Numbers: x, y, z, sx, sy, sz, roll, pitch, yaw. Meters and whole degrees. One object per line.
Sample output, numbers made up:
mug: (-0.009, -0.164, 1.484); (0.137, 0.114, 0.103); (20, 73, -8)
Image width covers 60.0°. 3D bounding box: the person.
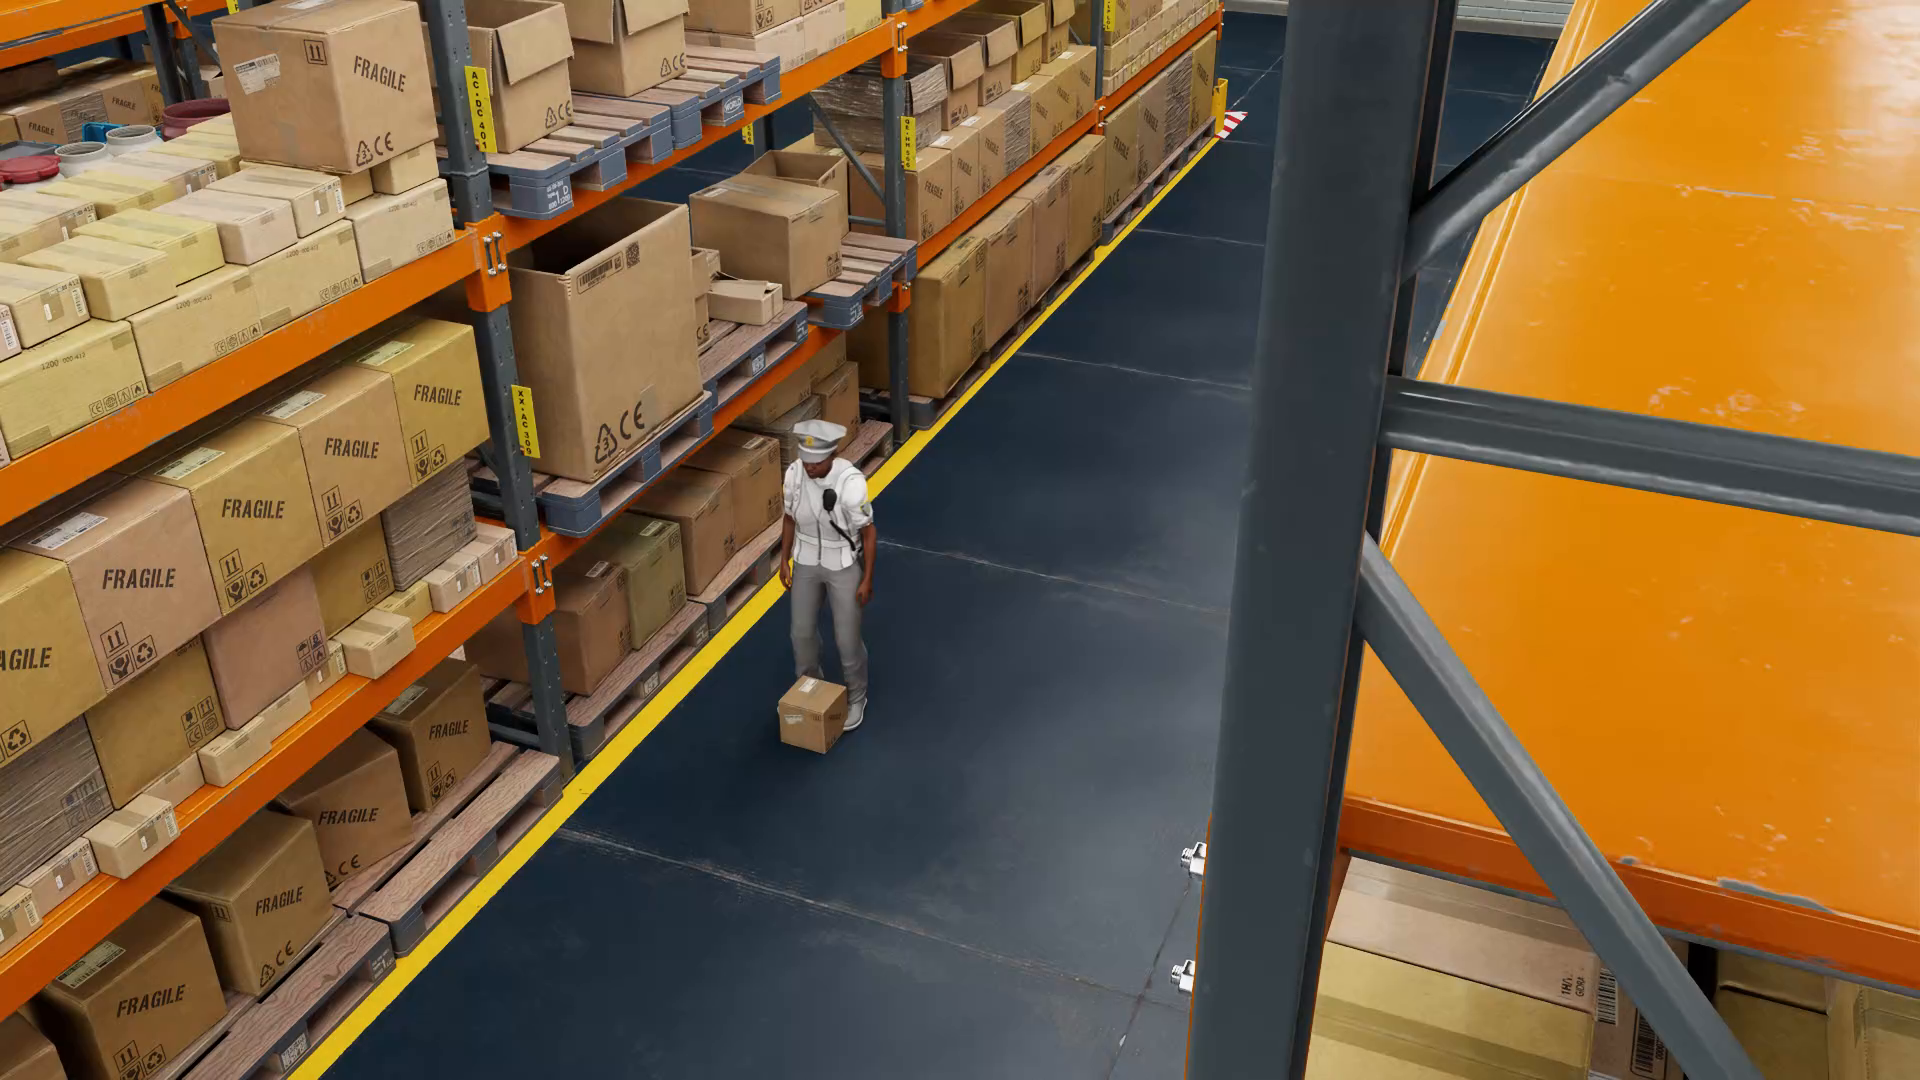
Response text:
person: (-0.670, 0.165, 8.103); (0.506, 1.660, 0.319); (12, 32, 19)
